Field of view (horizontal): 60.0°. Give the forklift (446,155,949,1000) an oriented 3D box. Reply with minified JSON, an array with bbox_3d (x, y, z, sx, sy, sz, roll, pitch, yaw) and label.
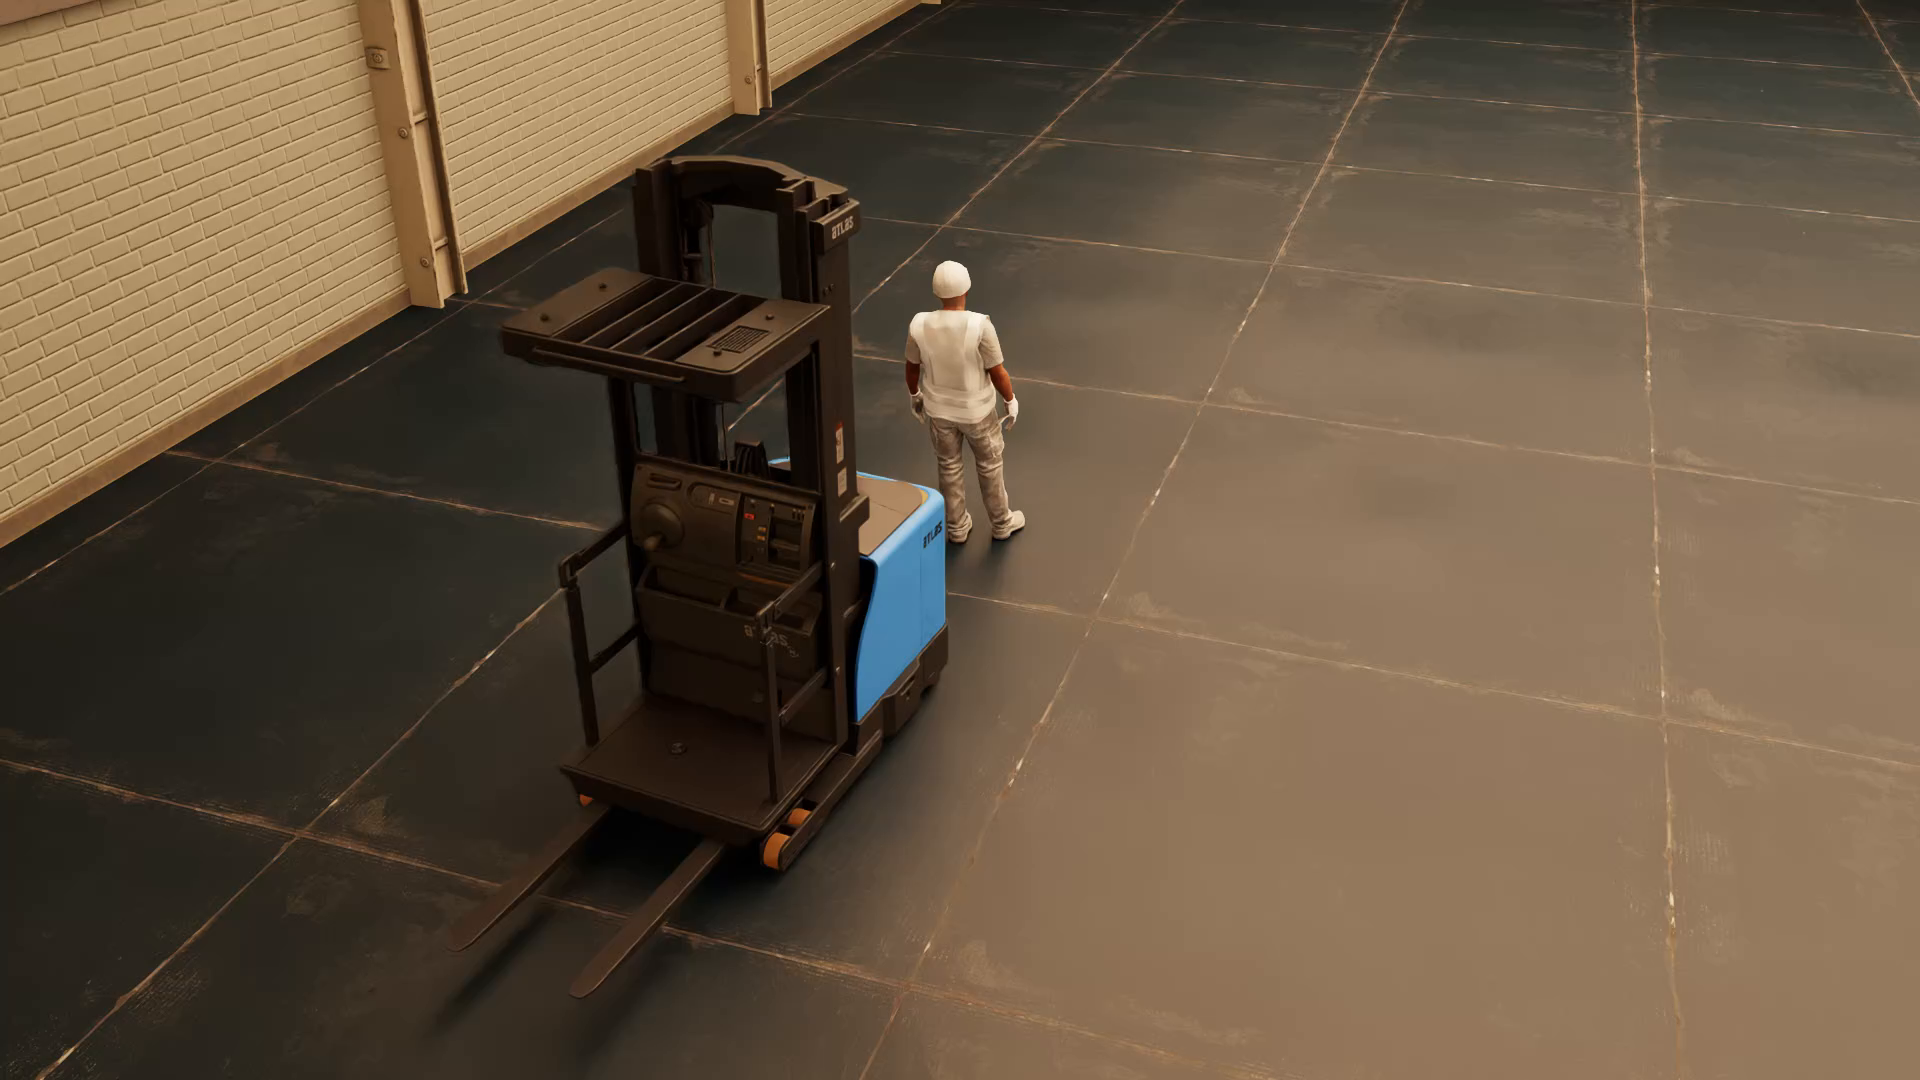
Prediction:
[{"bbox_3d":[-1.144,-0.034,7.196,1.130,2.935,3.031,13,32,22],"label":"forklift"}]

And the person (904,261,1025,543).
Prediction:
[{"bbox_3d":[0.032,-0.813,9.708,0.656,1.785,0.575,10,31,16],"label":"person"}]
